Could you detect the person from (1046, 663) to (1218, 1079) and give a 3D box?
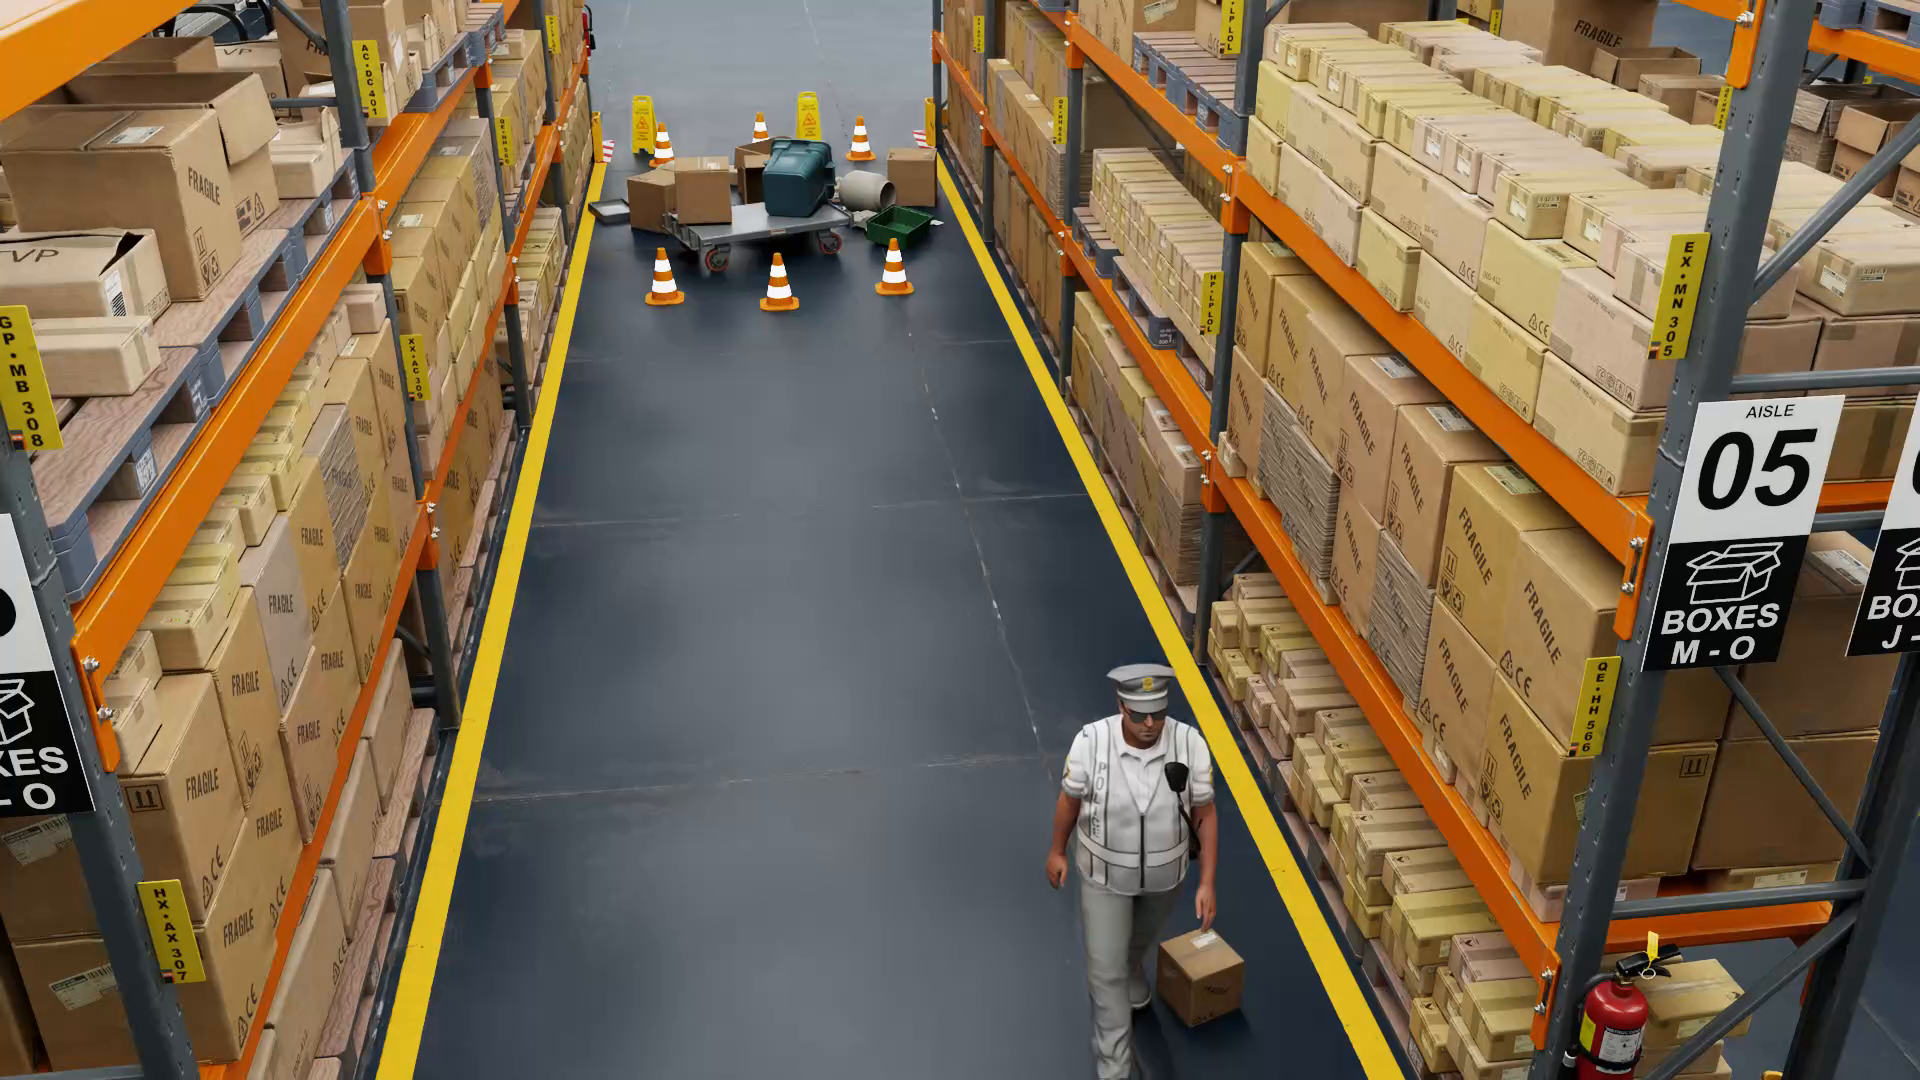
[{"bbox_3d":[0.648,1.230,6.159,0.602,1.725,0.993,-2,27,-5],"label":"person"}]
